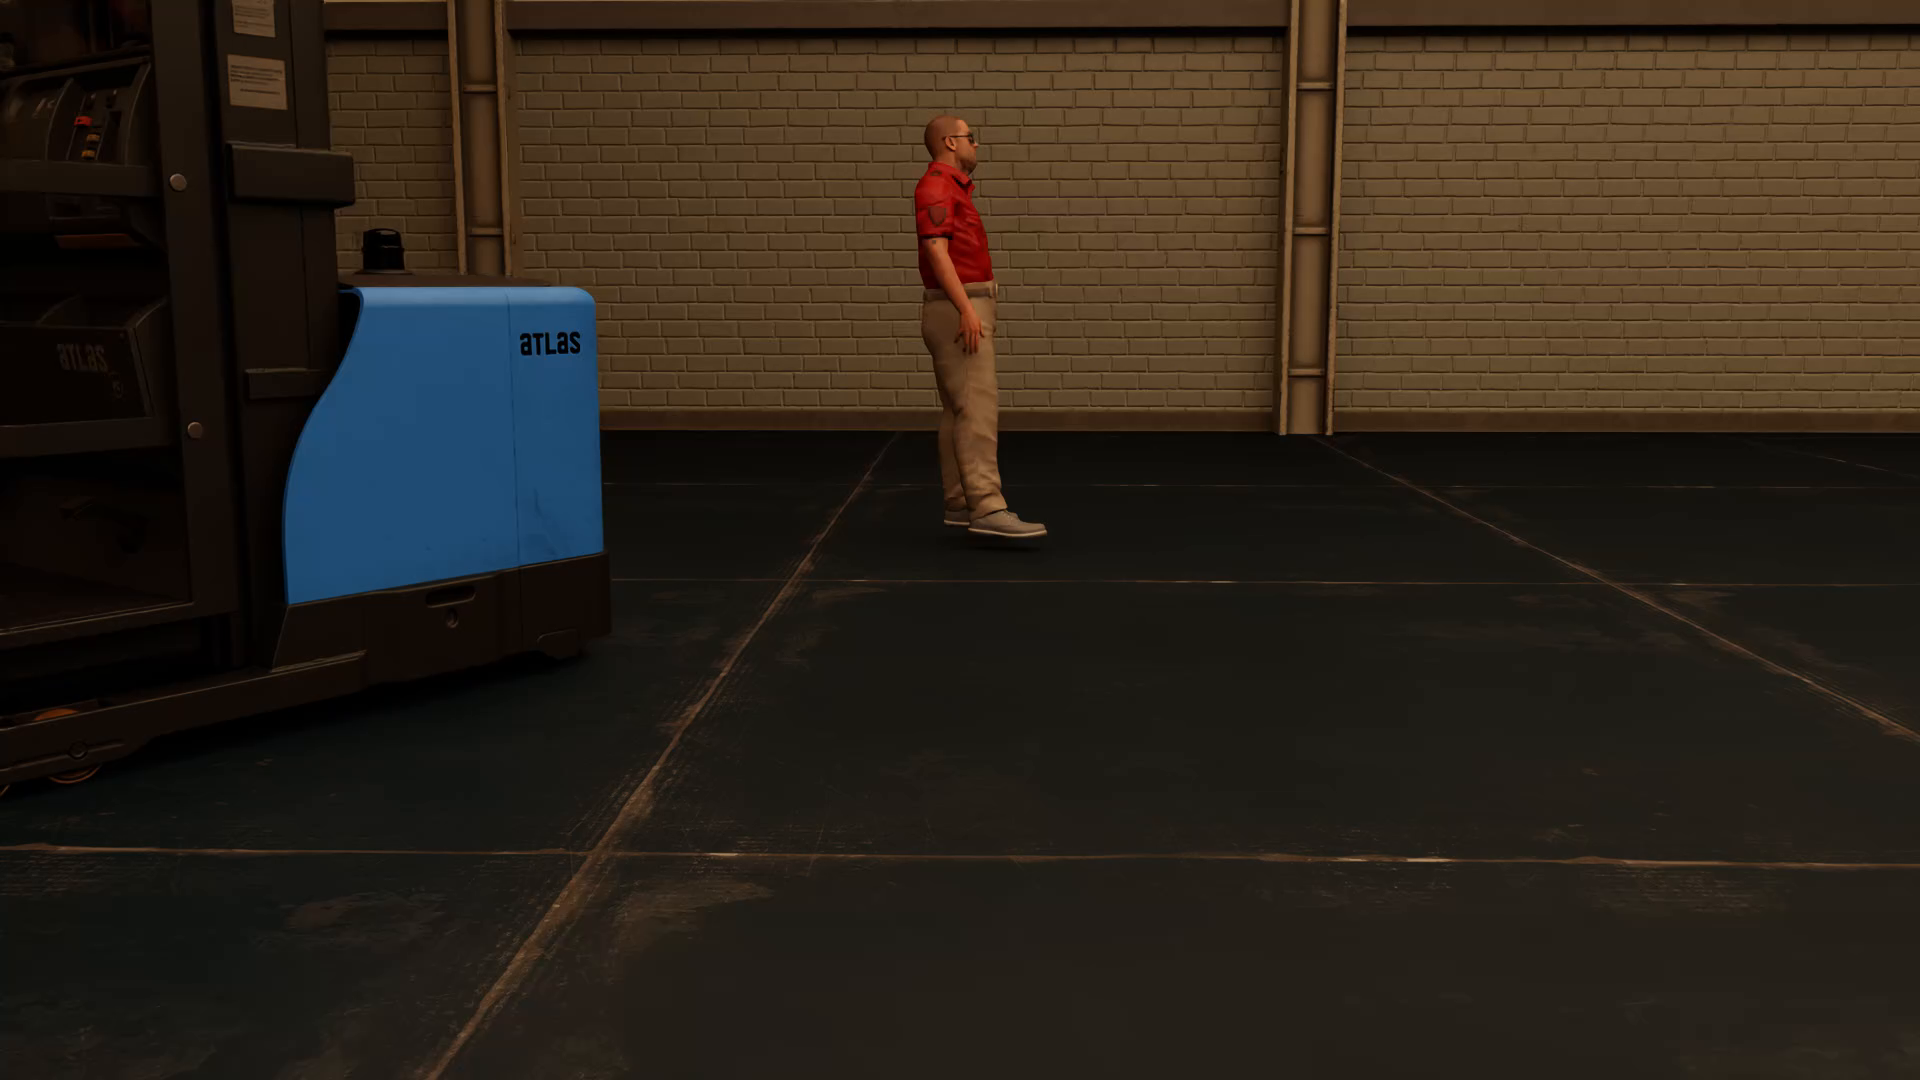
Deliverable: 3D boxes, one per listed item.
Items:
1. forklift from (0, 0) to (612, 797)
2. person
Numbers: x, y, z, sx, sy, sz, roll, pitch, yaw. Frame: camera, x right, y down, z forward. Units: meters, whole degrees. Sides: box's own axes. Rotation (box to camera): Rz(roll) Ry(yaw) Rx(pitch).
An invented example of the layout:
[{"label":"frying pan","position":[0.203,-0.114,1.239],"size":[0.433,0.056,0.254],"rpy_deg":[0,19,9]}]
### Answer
[{"label":"forklift","position":[-2.308,-0.975,3.798],"size":[1.130,2.935,3.031],"rpy_deg":[6,11,36]},{"label":"person","position":[0.090,-0.900,6.976],"size":[0.550,1.727,0.641],"rpy_deg":[0,9,1]}]
